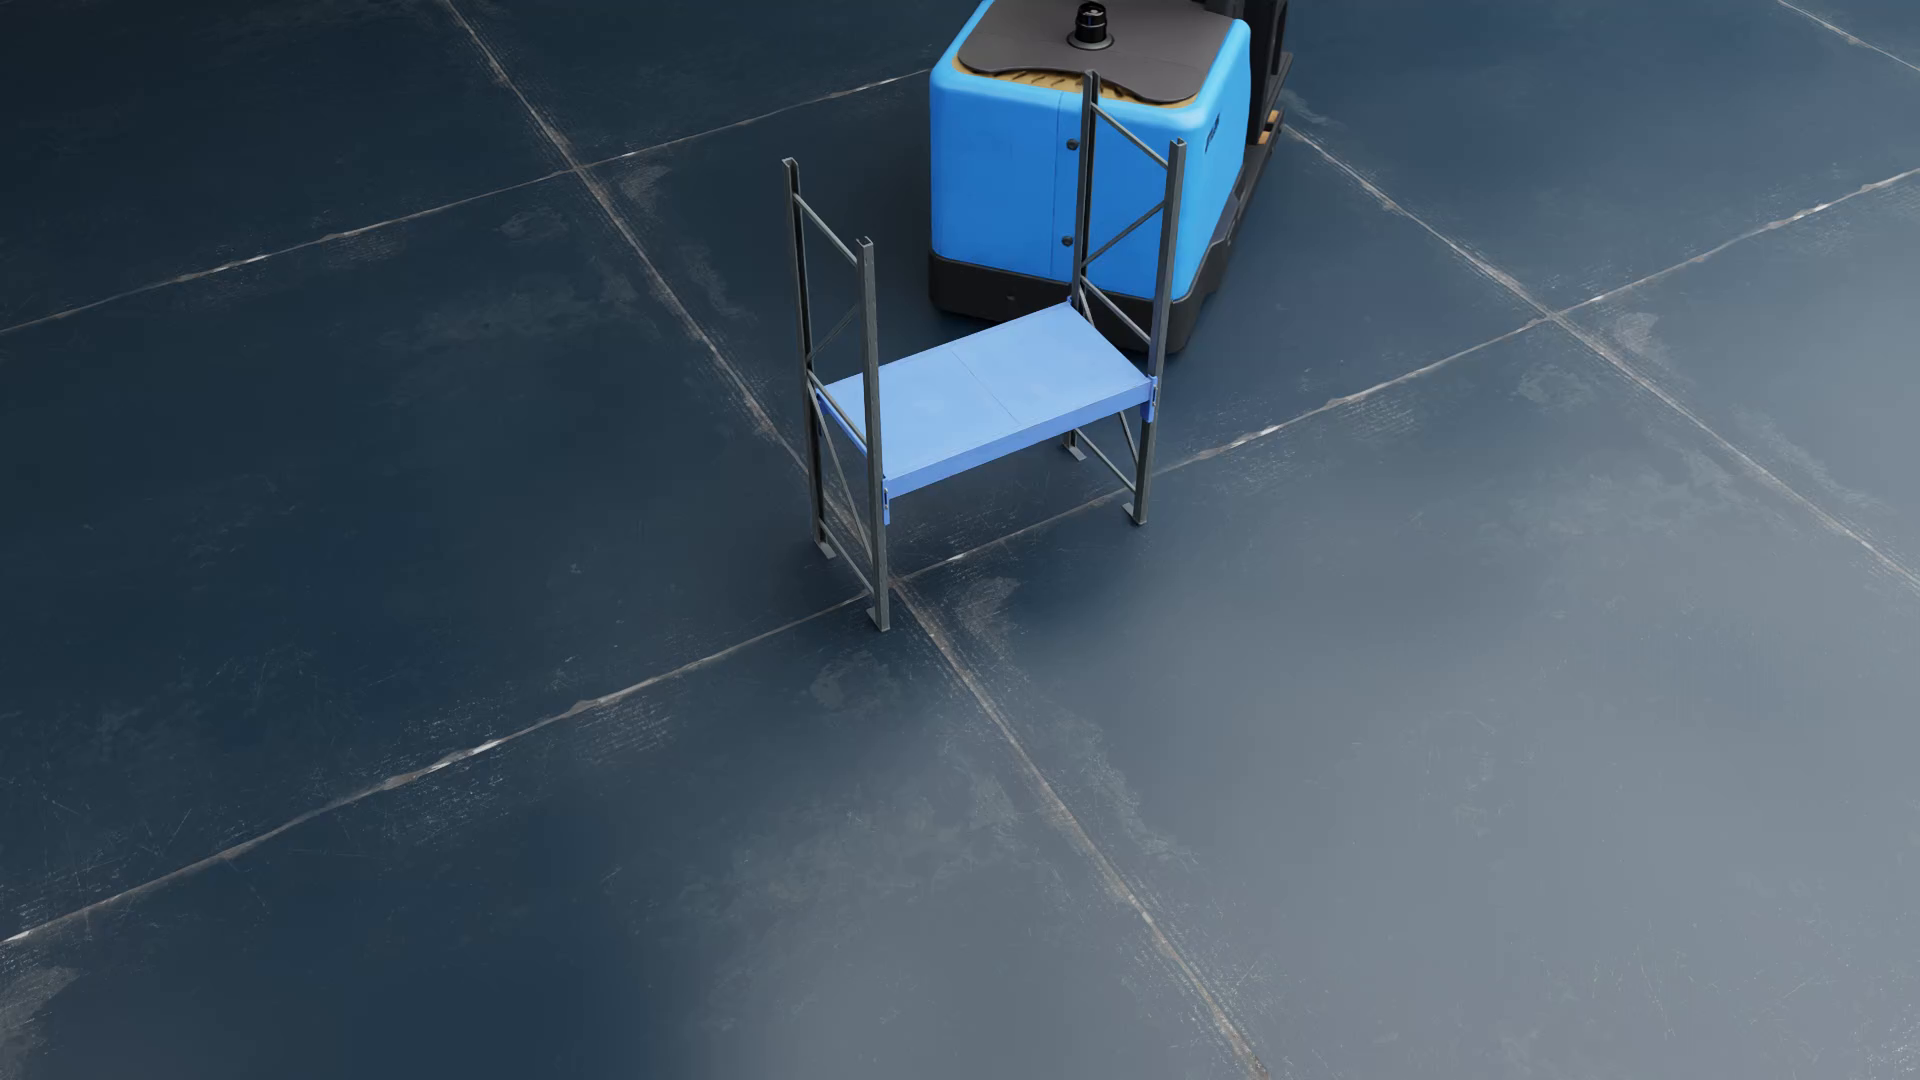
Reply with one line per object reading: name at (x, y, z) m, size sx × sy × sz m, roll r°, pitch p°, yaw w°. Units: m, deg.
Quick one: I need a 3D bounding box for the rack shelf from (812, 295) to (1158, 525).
rack shelf at (0.074, -0.439, 5.383) m, size 1.000 × 0.185 × 0.538 m, roll -22°, pitch 48°, yaw -21°

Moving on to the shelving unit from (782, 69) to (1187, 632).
shelving unit at (0.074, -0.568, 5.258) m, size 1.048 × 1.500 × 0.538 m, roll -22°, pitch 48°, yaw -21°

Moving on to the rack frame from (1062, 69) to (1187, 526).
rack frame at (0.515, -0.744, 5.440) m, size 0.032 × 1.500 × 0.500 m, roll -22°, pitch 48°, yaw -21°

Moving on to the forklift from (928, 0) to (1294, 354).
forklift at (0.840, -2.806, 6.537) m, size 1.130 × 2.935 × 3.031 m, roll 14°, pitch 46°, yaw 14°

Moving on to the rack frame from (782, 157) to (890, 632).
rack frame at (-0.367, -0.391, 5.076) m, size 0.032 × 1.500 × 0.500 m, roll -22°, pitch 48°, yaw -21°
